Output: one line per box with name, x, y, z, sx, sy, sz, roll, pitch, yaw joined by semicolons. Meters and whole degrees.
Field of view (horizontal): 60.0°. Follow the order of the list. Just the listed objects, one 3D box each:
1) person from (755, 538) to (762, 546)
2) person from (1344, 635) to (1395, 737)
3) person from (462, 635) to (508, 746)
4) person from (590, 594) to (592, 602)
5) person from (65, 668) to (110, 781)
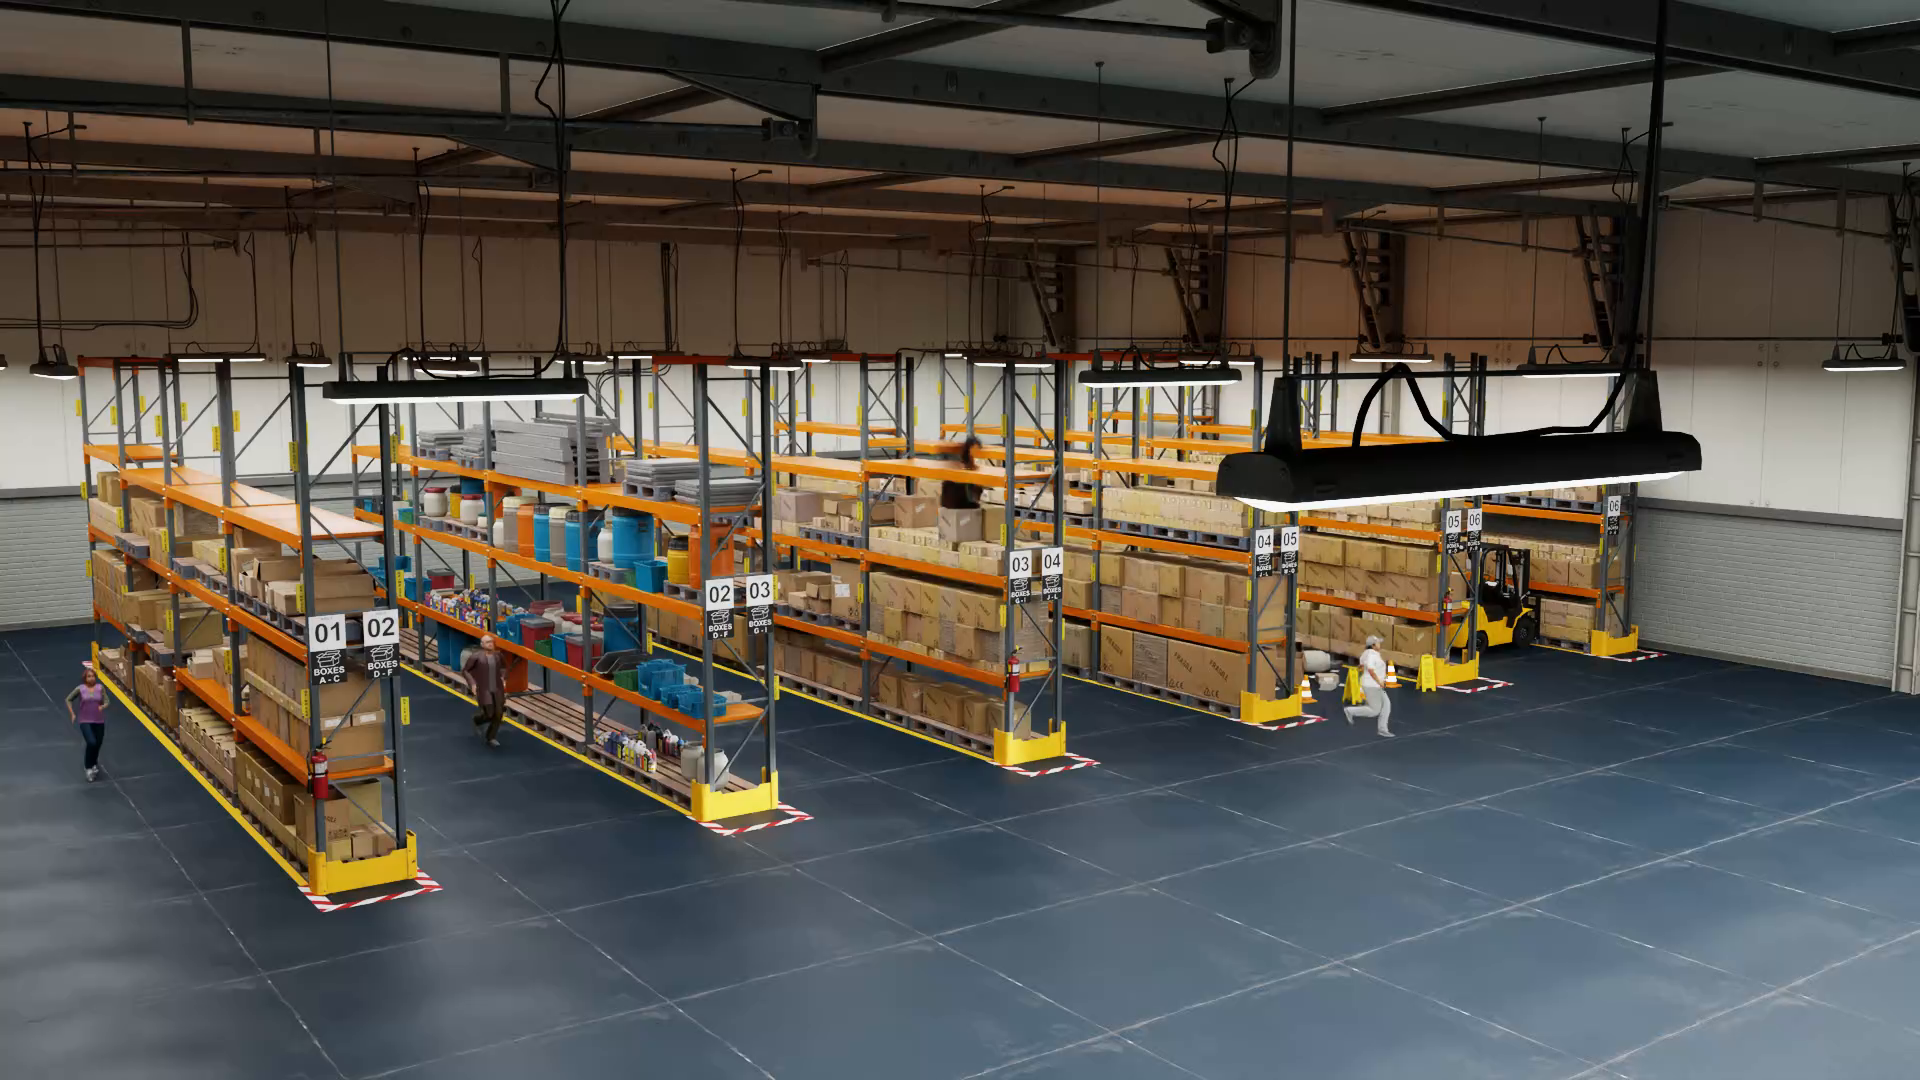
person;-5.092;0.445;41.569;0.697;1.702;0.728;-3;7;-20
person;6.501;2.324;26.348;0.830;1.643;0.603;1;7;8
person;-7.350;2.341;25.920;0.714;1.734;0.634;-6;9;-41
person;-8.470;0.784;38.881;0.585;1.670;0.669;-1;7;-10
person;-12.491;2.646;23.912;0.676;1.604;0.510;6;9;43
